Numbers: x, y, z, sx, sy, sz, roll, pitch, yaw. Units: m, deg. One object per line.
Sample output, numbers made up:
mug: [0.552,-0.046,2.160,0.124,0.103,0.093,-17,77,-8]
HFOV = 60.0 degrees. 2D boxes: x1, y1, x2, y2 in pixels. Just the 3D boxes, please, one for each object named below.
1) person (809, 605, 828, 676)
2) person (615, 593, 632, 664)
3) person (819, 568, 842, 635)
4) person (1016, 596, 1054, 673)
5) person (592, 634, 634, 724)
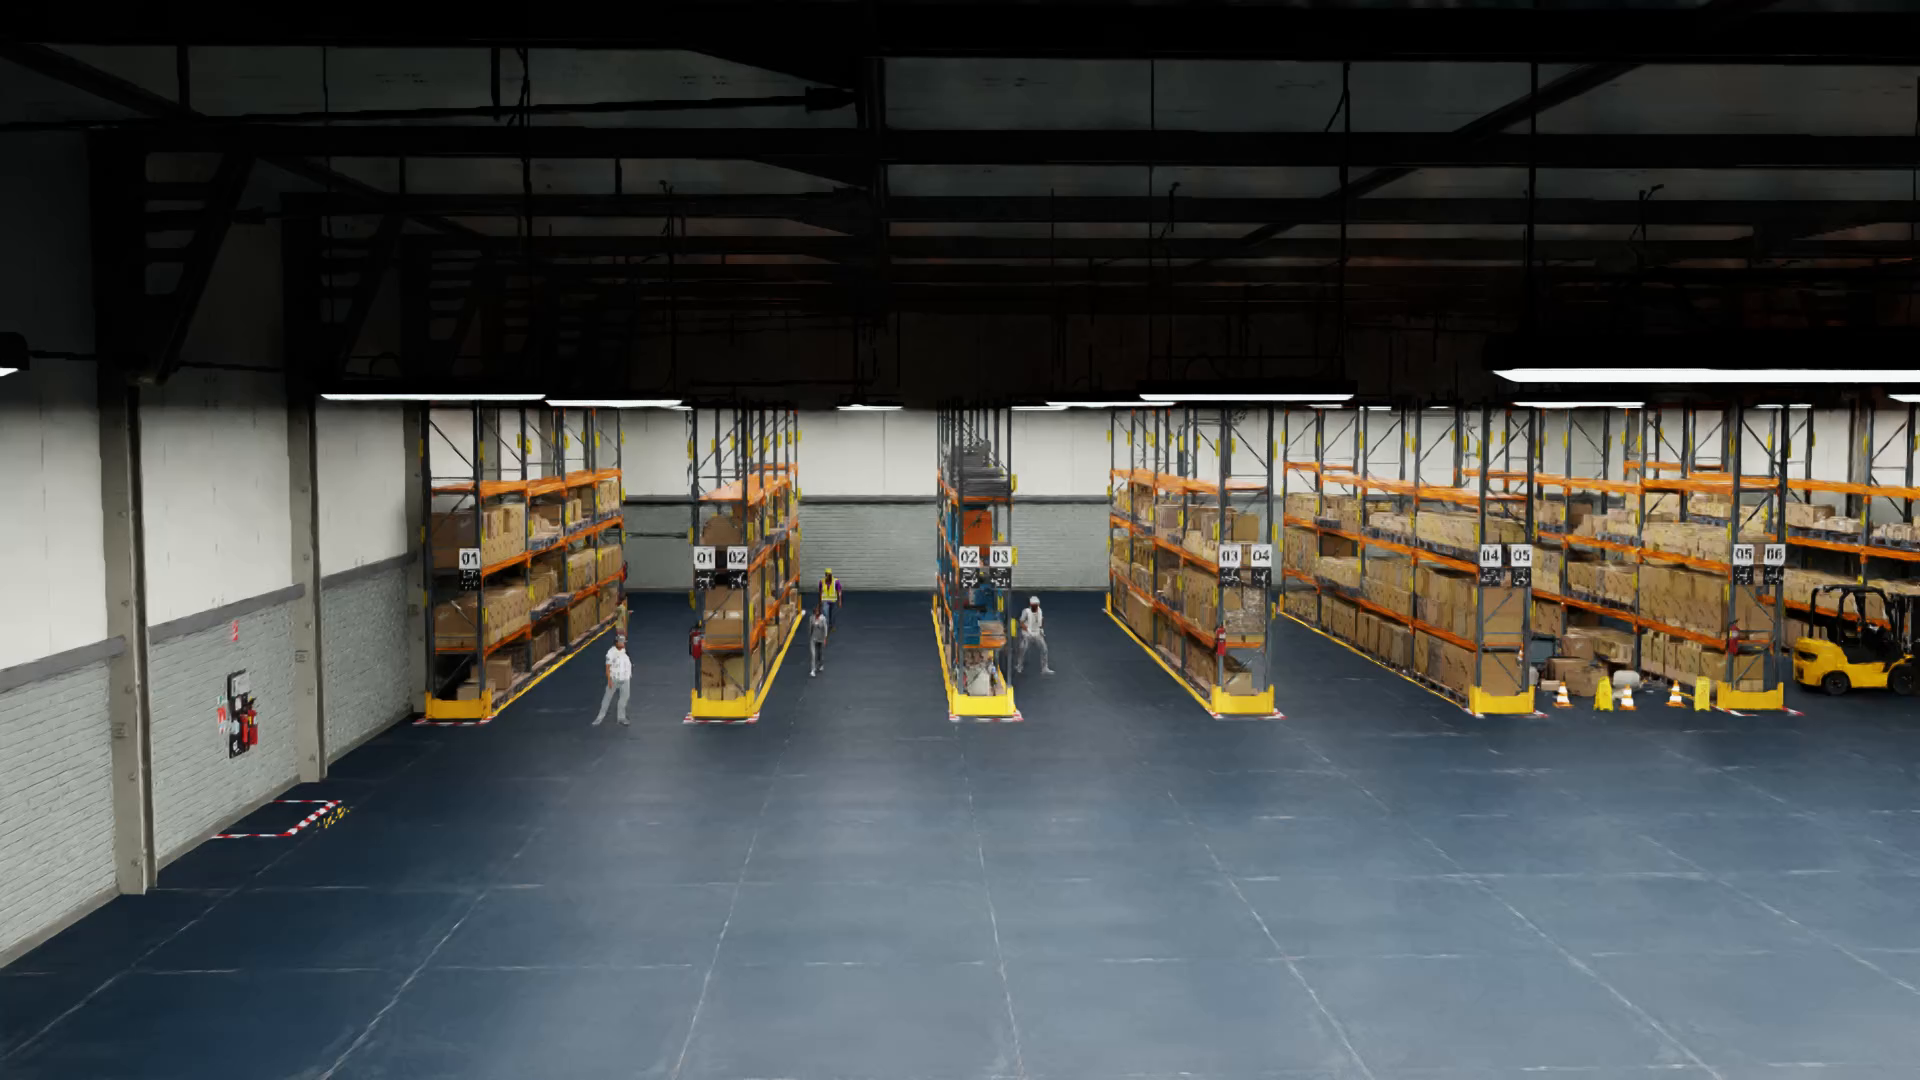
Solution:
person: [-3.084,2.155,36.209,0.415,1.517,1.041,0,4,-5]
person: [-7.479,2.009,37.052,0.454,1.679,0.519,-2,5,-29]
person: [-3.349,1.557,42.879,0.591,1.716,1.042,0,4,-3]
person: [1.574,2.056,36.235,0.689,1.717,0.797,-2,5,-25]
person: [-6.366,2.553,30.436,0.508,1.658,0.712,4,6,44]
